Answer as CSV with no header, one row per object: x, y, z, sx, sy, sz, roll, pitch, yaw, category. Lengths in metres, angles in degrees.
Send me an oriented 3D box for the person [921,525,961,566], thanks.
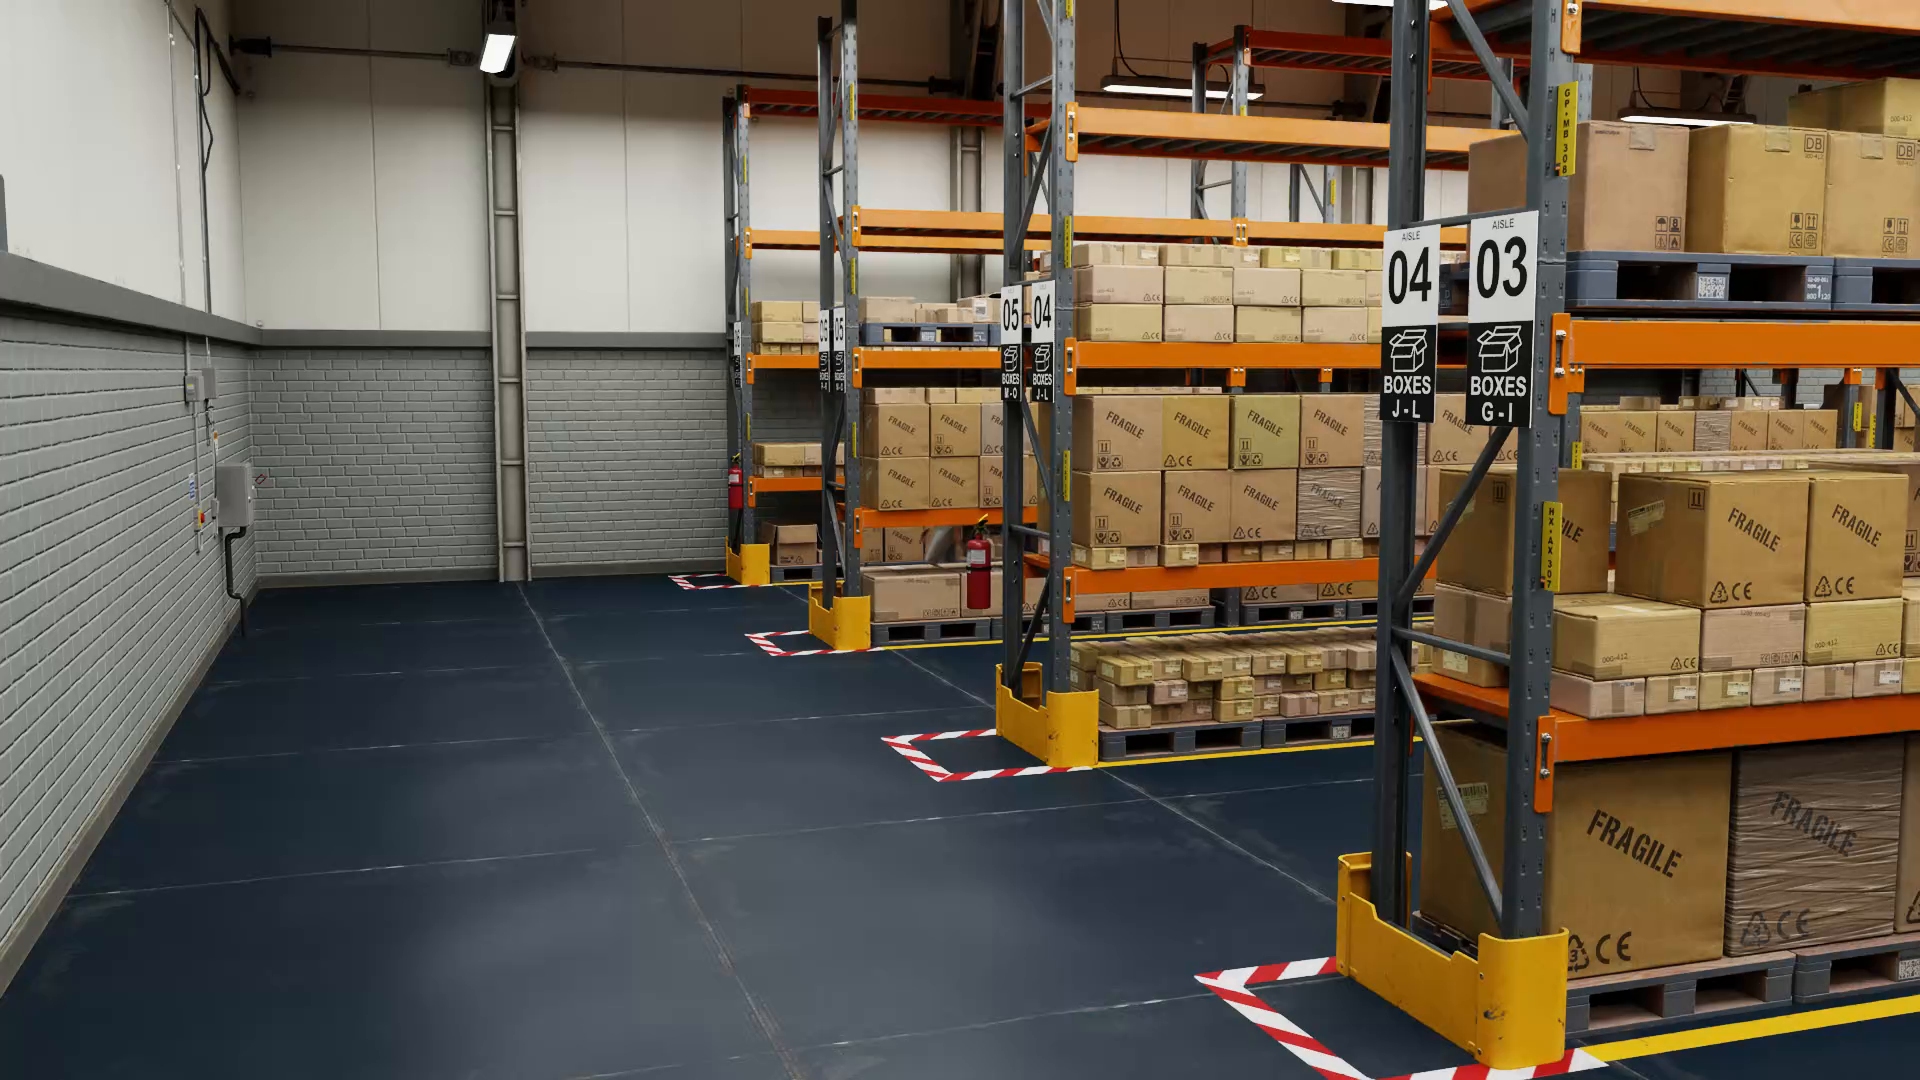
-0.187,-0.048,18.127,0.624,1.721,0.456,-2,6,-15,person
